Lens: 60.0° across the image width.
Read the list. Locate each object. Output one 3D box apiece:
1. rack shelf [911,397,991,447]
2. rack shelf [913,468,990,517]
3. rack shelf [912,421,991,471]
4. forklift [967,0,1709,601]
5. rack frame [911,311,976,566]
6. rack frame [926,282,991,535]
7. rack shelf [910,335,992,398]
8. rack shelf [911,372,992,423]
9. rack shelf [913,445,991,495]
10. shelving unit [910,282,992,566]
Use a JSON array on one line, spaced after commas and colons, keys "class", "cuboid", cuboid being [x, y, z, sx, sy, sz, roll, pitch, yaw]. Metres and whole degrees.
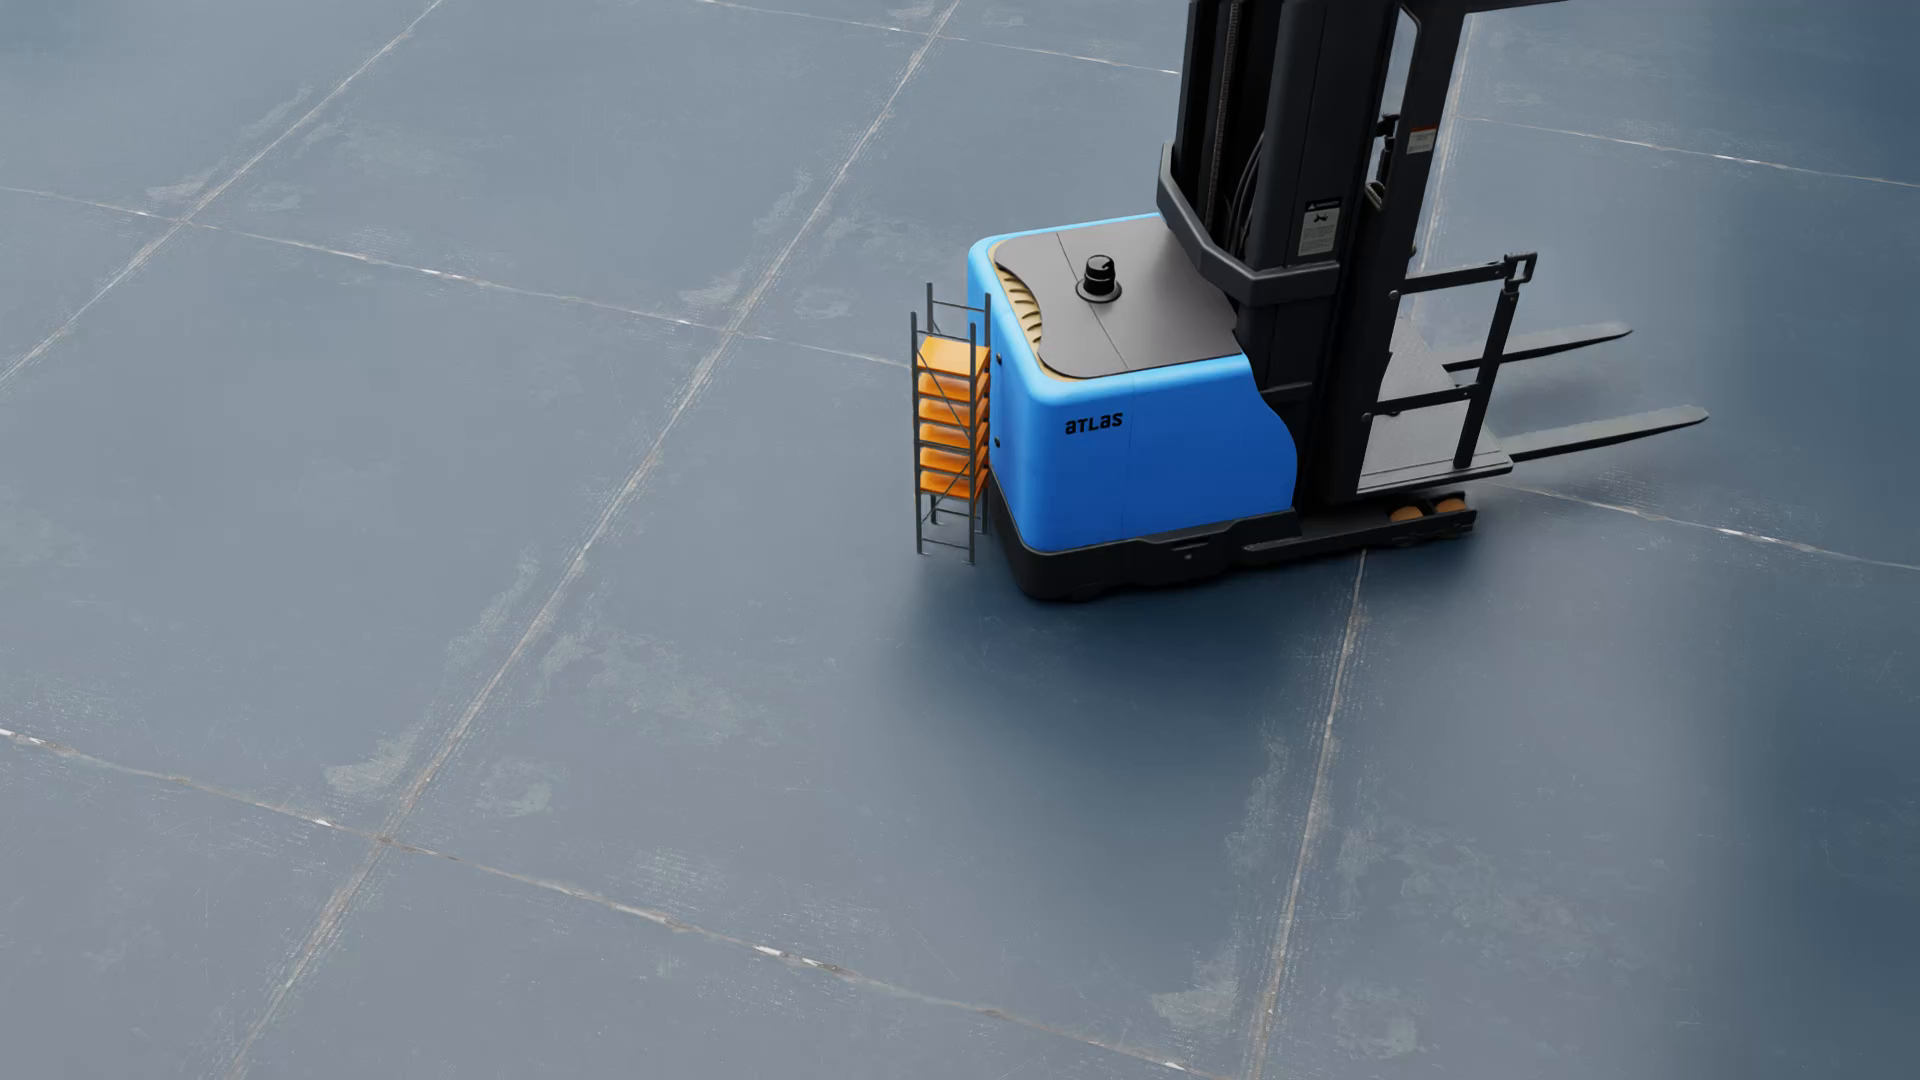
[{"class": "rack shelf", "cuboid": [-0.031, -0.468, 6.262, 0.258, 0.103, 0.180, 12, 46, 12]}, {"class": "rack shelf", "cuboid": [-0.031, -0.210, 6.513, 0.258, 0.103, 0.180, 12, 46, 12]}, {"class": "rack shelf", "cuboid": [-0.031, -0.382, 6.346, 0.258, 0.103, 0.180, 12, 46, 12]}, {"class": "forklift", "cuboid": [1.590, -1.370, 6.054, 3.031, 2.935, 1.130, -10, 45, -10]}, {"class": "rack frame", "cuboid": [-0.058, -0.352, 6.252, 0.240, 1.200, 0.006, 12, 46, 12]}, {"class": "rack frame", "cuboid": [-0.005, -0.475, 6.377, 0.240, 1.200, 0.006, 12, 46, 12]}, {"class": "rack shelf", "cuboid": [-0.032, -0.639, 6.094, 0.258, 0.103, 0.180, 12, 46, 12]}, {"class": "rack shelf", "cuboid": [-0.032, -0.553, 6.178, 0.258, 0.103, 0.180, 12, 46, 12]}, {"class": "rack shelf", "cuboid": [-0.031, -0.296, 6.430, 0.258, 0.103, 0.180, 12, 46, 12]}, {"class": "shelving unit", "cuboid": [-0.031, -0.414, 6.315, 0.258, 1.200, 0.189, 12, 46, 12]}]
